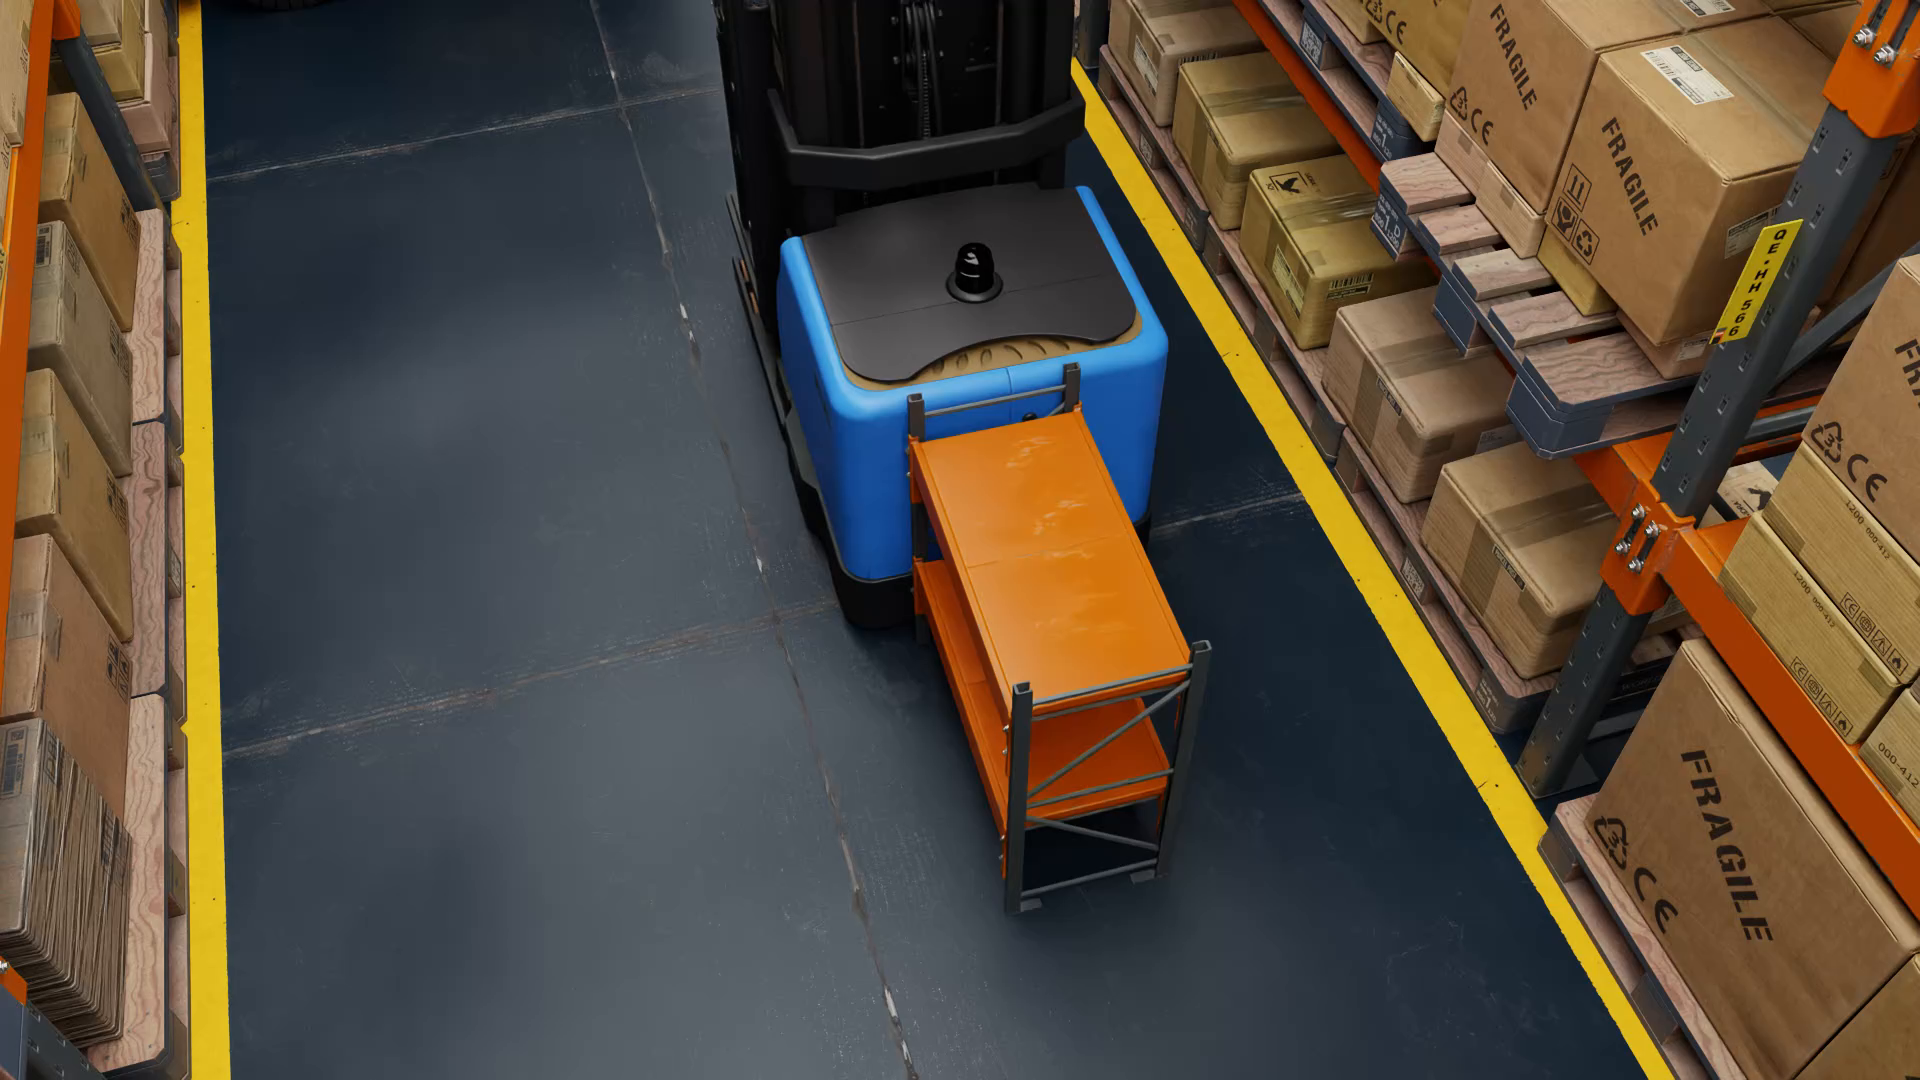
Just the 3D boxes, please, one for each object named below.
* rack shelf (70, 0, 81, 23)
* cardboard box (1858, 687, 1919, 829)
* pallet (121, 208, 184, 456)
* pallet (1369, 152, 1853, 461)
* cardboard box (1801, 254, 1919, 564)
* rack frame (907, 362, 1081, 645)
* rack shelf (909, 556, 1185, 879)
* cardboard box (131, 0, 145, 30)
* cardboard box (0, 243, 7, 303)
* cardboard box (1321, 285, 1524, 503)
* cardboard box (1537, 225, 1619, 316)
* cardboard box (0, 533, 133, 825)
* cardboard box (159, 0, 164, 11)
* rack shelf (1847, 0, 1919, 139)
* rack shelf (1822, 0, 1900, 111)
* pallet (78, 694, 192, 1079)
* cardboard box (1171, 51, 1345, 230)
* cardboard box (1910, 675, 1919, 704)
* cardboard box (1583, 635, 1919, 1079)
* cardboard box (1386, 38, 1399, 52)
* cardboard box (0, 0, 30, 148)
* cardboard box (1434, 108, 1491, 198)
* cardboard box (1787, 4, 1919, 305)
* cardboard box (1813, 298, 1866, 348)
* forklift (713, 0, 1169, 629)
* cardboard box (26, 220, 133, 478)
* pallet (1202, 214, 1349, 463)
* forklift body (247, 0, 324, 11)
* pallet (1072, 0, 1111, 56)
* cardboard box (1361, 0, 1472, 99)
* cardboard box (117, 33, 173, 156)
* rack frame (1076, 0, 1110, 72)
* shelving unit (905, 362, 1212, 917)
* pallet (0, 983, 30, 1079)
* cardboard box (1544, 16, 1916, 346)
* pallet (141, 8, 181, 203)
[{"bbox_3d":[-4.304,-3.352,7.085,1.077,0.370,4.000,-13,51,-11],"label":"rack shelf"},{"bbox_3d":[2.284,0.507,3.459,0.500,0.250,0.500,-15,51,-12],"label":"cardboard box"},{"bbox_3d":[-3.457,-0.695,6.198,1.003,0.211,1.213,-13,51,-11],"label":"pallet"},{"bbox_3d":[1.898,-0.762,4.556,1.213,0.211,1.003,-13,51,-11],"label":"pallet"},{"bbox_3d":[2.123,-0.266,3.293,0.500,0.500,0.500,-15,51,-12],"label":"cardboard box"},{"bbox_3d":[0.097,-0.080,5.082,0.500,1.125,0.032,-12,51,-10],"label":"rack frame"},{"bbox_3d":[0.234,0.452,4.953,0.538,0.278,1.000,-12,51,-10],"label":"rack shelf"},{"bbox_3d":[-3.712,-2.324,6.944,0.500,0.250,0.500,-14,51,-11],"label":"cardboard box"},{"bbox_3d":[-2.882,-0.655,4.439,0.500,0.250,0.500,-12,51,-10],"label":"cardboard box"},{"bbox_3d":[1.827,-0.567,5.711,0.950,0.372,0.625,-14,51,-12],"label":"cardboard box"},{"bbox_3d":[1.741,-0.747,4.308,0.380,0.149,0.250,-13,51,-10],"label":"cardboard box"},{"bbox_3d":[-2.902,0.494,4.650,0.875,0.625,0.625,-12,51,-10],"label":"cardboard box"},{"bbox_3d":[-3.871,-2.540,7.453,0.500,0.250,0.500,-13,51,-10],"label":"cardboard box"},{"bbox_3d":[2.802,0.399,1.961,1.077,0.370,4.000,-13,51,-11],"label":"rack shelf"},{"bbox_3d":[1.619,-2.523,4.423,1.077,0.370,4.000,-13,51,-11],"label":"rack shelf"},{"bbox_3d":[-2.736,1.087,4.696,1.003,0.211,1.213,-13,51,-11],"label":"pallet"},{"bbox_3d":[1.401,-1.630,6.606,0.950,0.372,0.625,-10,51,-9],"label":"cardboard box"},{"bbox_3d":[2.277,0.364,3.253,0.500,0.250,0.500,-12,51,-10],"label":"cardboard box"},{"bbox_3d":[2.336,0.746,4.275,0.875,0.875,0.875,-14,51,-11],"label":"cardboard box"},{"bbox_3d":[1.508,-1.517,4.956,0.380,0.149,0.250,-13,51,-11],"label":"cardboard box"},{"bbox_3d":[-3.160,-1.400,5.067,0.500,0.250,0.500,-14,51,-11],"label":"cardboard box"},{"bbox_3d":[1.557,-1.107,4.611,0.380,0.149,0.250,-16,52,-13],"label":"cardboard box"},{"bbox_3d":[2.299,-0.972,4.073,0.500,0.500,0.500,-15,51,-12],"label":"cardboard box"},{"bbox_3d":[2.292,-0.661,4.235,0.380,0.149,0.250,-16,52,-13],"label":"cardboard box"},{"bbox_3d":[-0.257,-1.813,5.362,1.130,2.935,3.031,-12,51,-10],"label":"forklift"},{"bbox_3d":[-3.325,-0.546,5.527,0.875,0.625,0.625,-14,51,-11],"label":"cardboard box"},{"bbox_3d":[1.624,-0.889,6.361,1.003,0.211,1.213,-13,51,-11],"label":"pallet"},{"bbox_3d":[-2.592,-3.799,7.546,2.313,2.155,1.214,-13,51,-11],"label":"forklift body"},{"bbox_3d":[0.796,-2.832,8.000,1.003,0.211,1.213,-13,51,-11],"label":"pallet"},{"bbox_3d":[1.497,-1.603,4.605,0.500,0.500,0.500,-16,52,-13],"label":"cardboard box"},{"bbox_3d":[-3.539,-1.801,6.830,0.500,0.250,0.500,-13,51,-11],"label":"cardboard box"},{"bbox_3d":[1.028,-3.249,6.527,1.000,3.000,0.127,-13,51,-11],"label":"rack frame"},{"bbox_3d":[0.234,0.294,4.766,0.538,1.125,1.048,-12,51,-10],"label":"shelving unit"},{"bbox_3d":[-2.262,1.339,2.785,1.213,0.211,1.003,-13,51,-11],"label":"pallet"},{"bbox_3d":[1.811,-0.860,3.978,0.500,0.500,0.500,-15,51,-12],"label":"cardboard box"},{"bbox_3d":[-3.908,-1.815,7.142,1.003,0.211,1.213,-13,51,-11],"label":"pallet"}]
